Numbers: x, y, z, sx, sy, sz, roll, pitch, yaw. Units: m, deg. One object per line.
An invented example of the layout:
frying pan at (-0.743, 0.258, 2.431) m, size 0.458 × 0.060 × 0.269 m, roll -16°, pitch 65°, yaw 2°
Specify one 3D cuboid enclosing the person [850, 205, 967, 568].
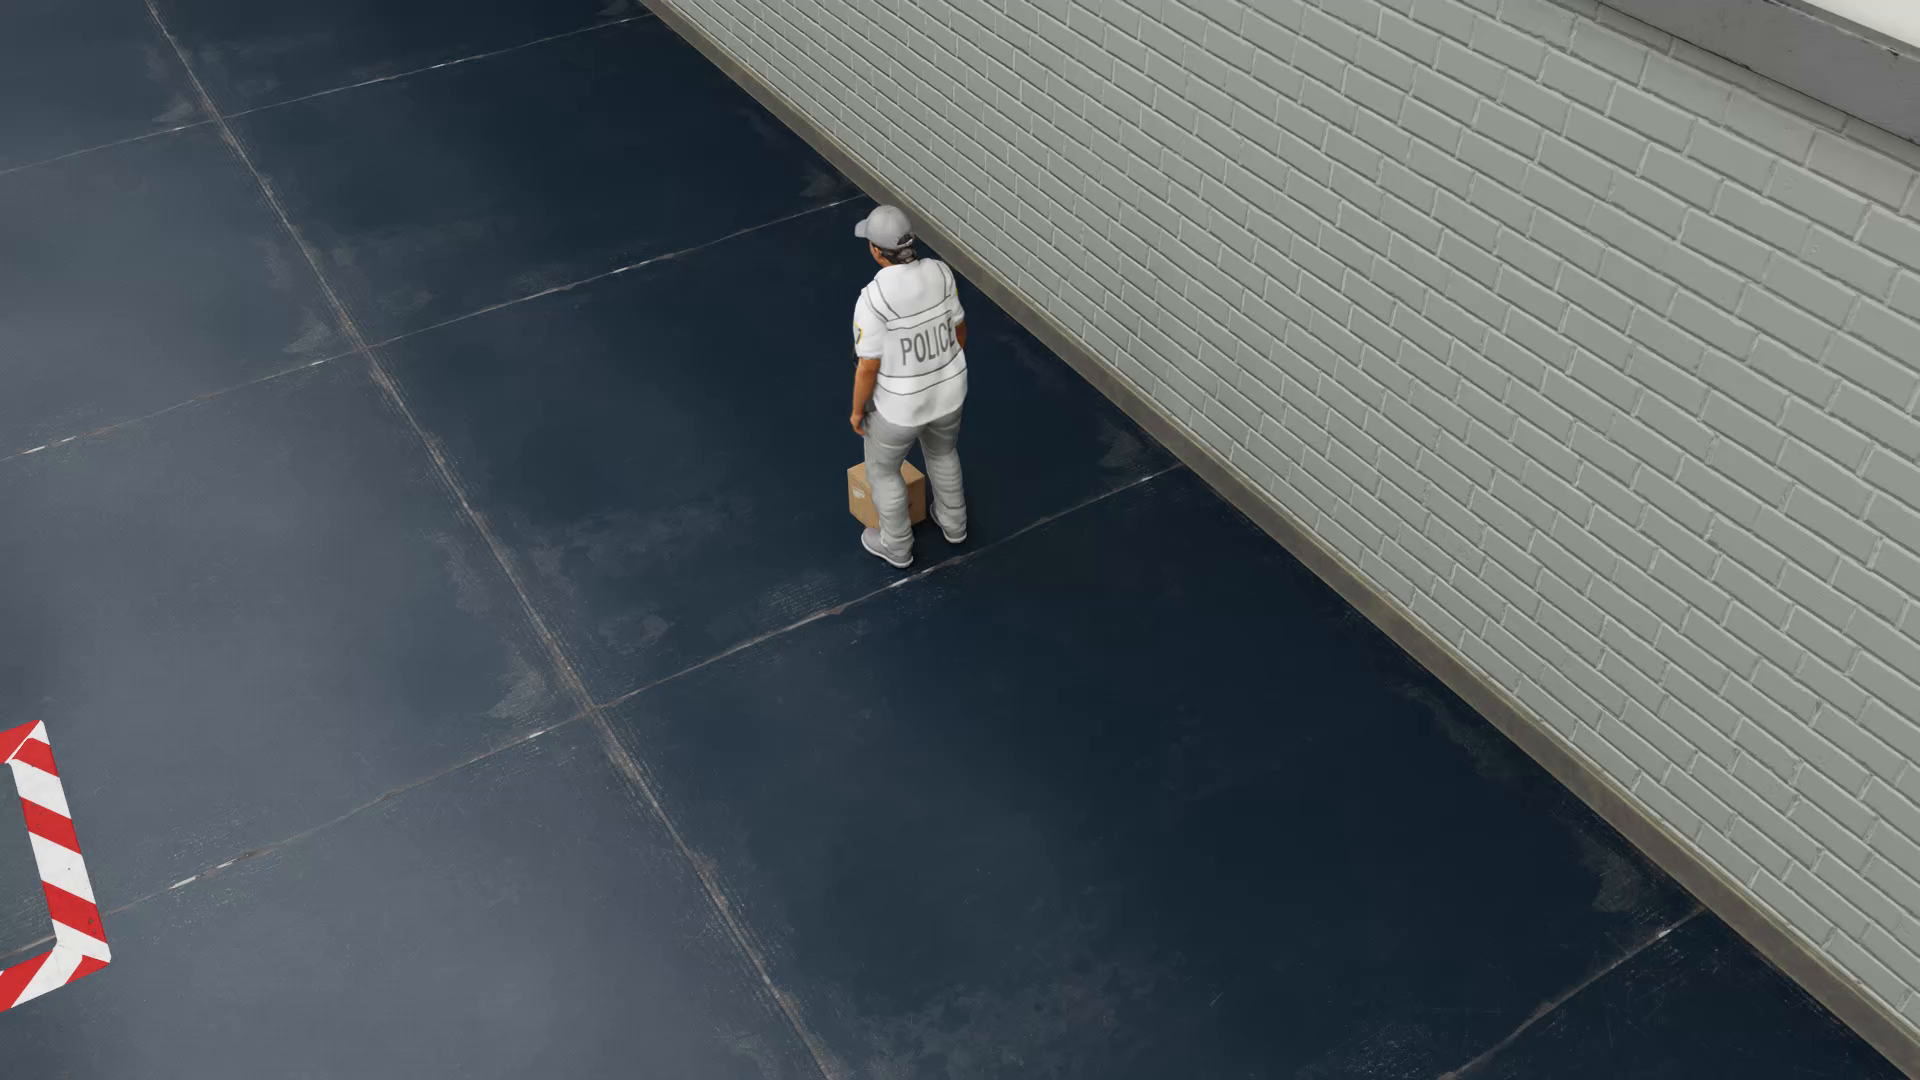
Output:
person at (-0.213, -0.621, 6.866) m, size 0.564 × 1.667 × 0.452 m, roll -25°, pitch 47°, yaw -26°
